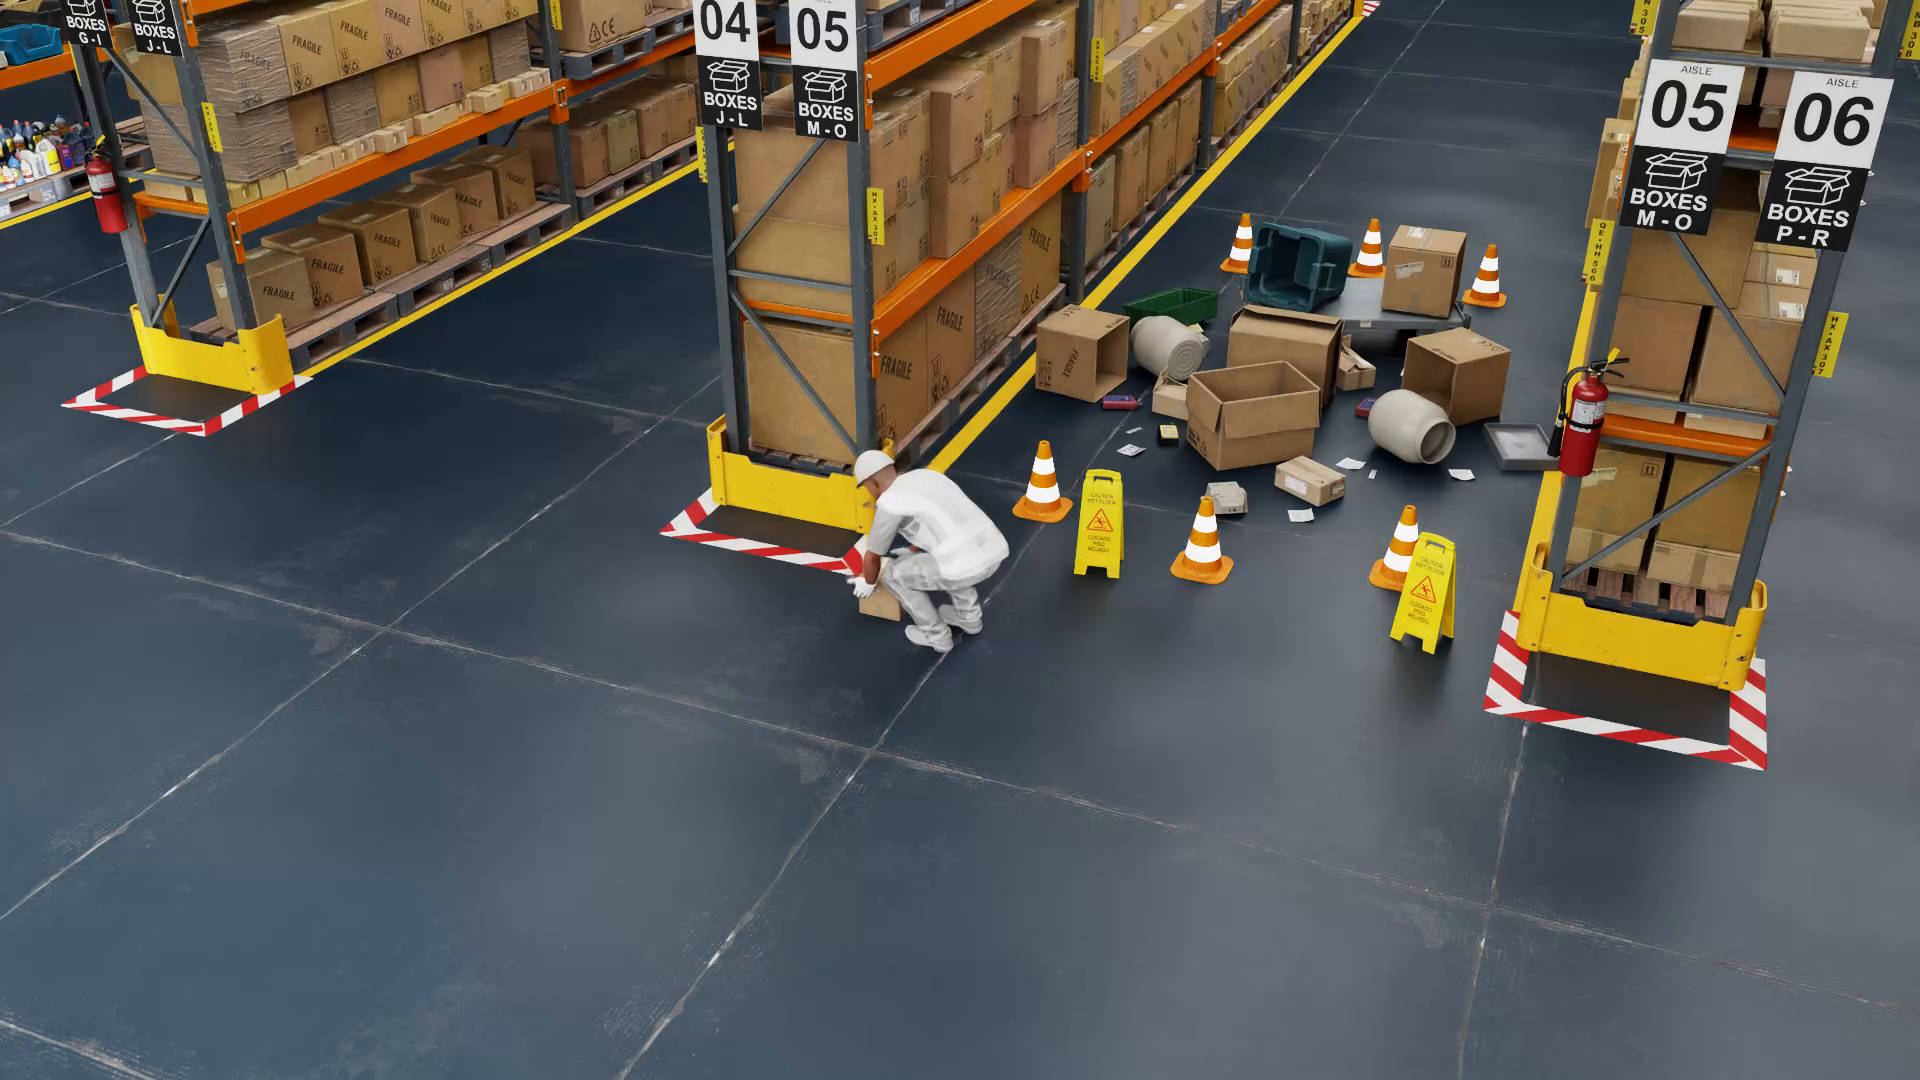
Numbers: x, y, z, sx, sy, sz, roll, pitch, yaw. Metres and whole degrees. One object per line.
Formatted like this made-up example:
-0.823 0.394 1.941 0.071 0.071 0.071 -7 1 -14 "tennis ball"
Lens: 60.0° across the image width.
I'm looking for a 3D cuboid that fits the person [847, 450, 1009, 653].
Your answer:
-0.190 0.059 9.065 0.902 1.015 0.578 23 36 34 "person"
